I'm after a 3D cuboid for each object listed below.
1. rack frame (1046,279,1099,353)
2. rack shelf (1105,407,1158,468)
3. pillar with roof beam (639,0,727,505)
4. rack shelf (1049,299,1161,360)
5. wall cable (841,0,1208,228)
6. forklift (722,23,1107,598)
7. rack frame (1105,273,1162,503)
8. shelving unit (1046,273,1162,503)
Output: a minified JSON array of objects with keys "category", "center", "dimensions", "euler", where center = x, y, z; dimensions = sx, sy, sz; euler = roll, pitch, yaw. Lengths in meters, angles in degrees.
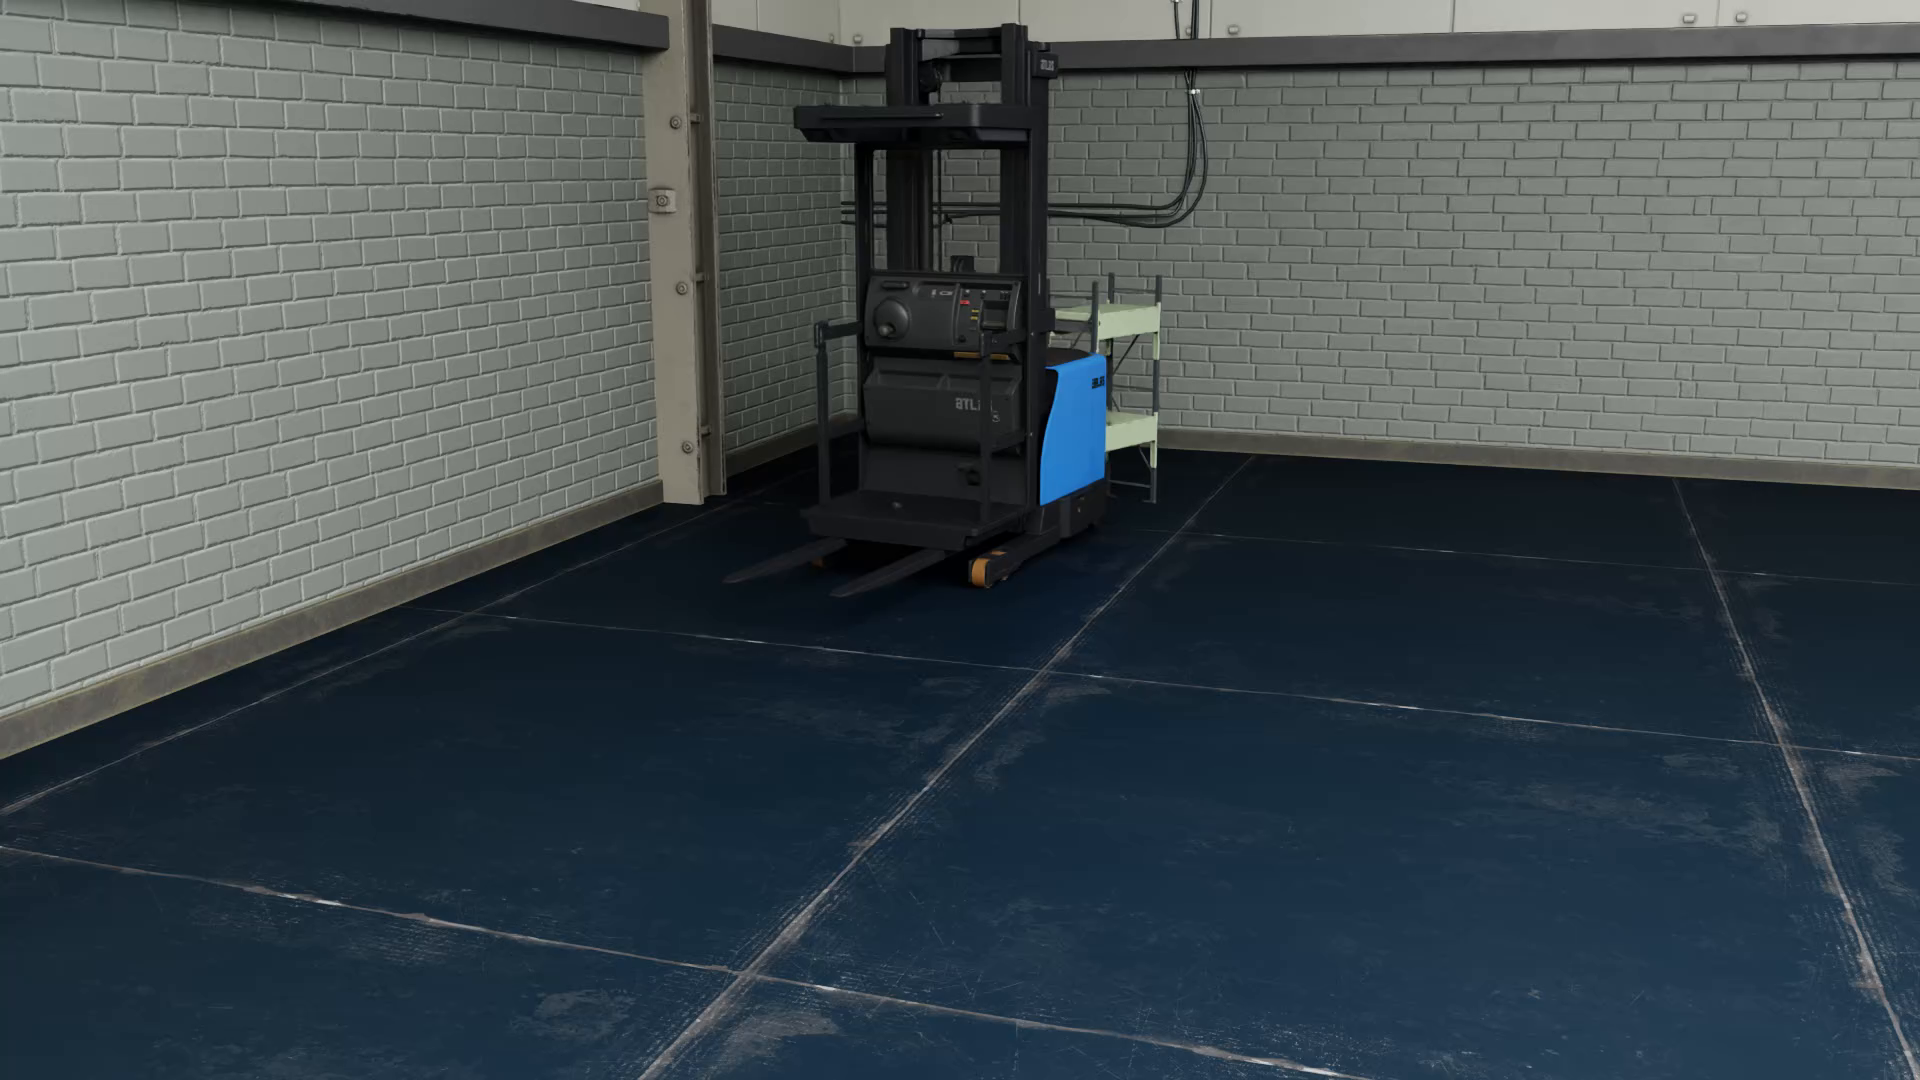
[{"category":"rack frame","center":[0.688,-0.881,10.477],"dimensions":[0.400,1.500,0.023],"euler":[10,16,37]},{"category":"rack shelf","center":[0.916,-0.627,10.828],"dimensions":[0.431,0.370,0.720],"euler":[10,16,37]},{"category":"pillar with roof beam","center":[2.272,-4.363,8.881],"dimensions":[9.100,9.000,0.400],"euler":[4,14,18]},{"category":"rack shelf","center":[0.916,-1.325,10.669],"dimensions":[0.431,0.370,0.720],"euler":[10,16,37]},{"category":"wall cable","center":[0.403,-3.684,12.885],"dimensions":[3.097,2.526,0.112],"euler":[4,14,18]},{"category":"forklift","center":[-0.193,-1.280,9.010],"dimensions":[1.130,2.935,3.031],"euler":[6,14,26]},{"category":"rack frame","center":[1.144,-1.008,11.035],"dimensions":[0.400,1.500,0.023],"euler":[10,16,37]},{"category":"shelving unit","center":[0.916,-0.945,10.756],"dimensions":[0.431,1.500,0.755],"euler":[10,16,37]}]
